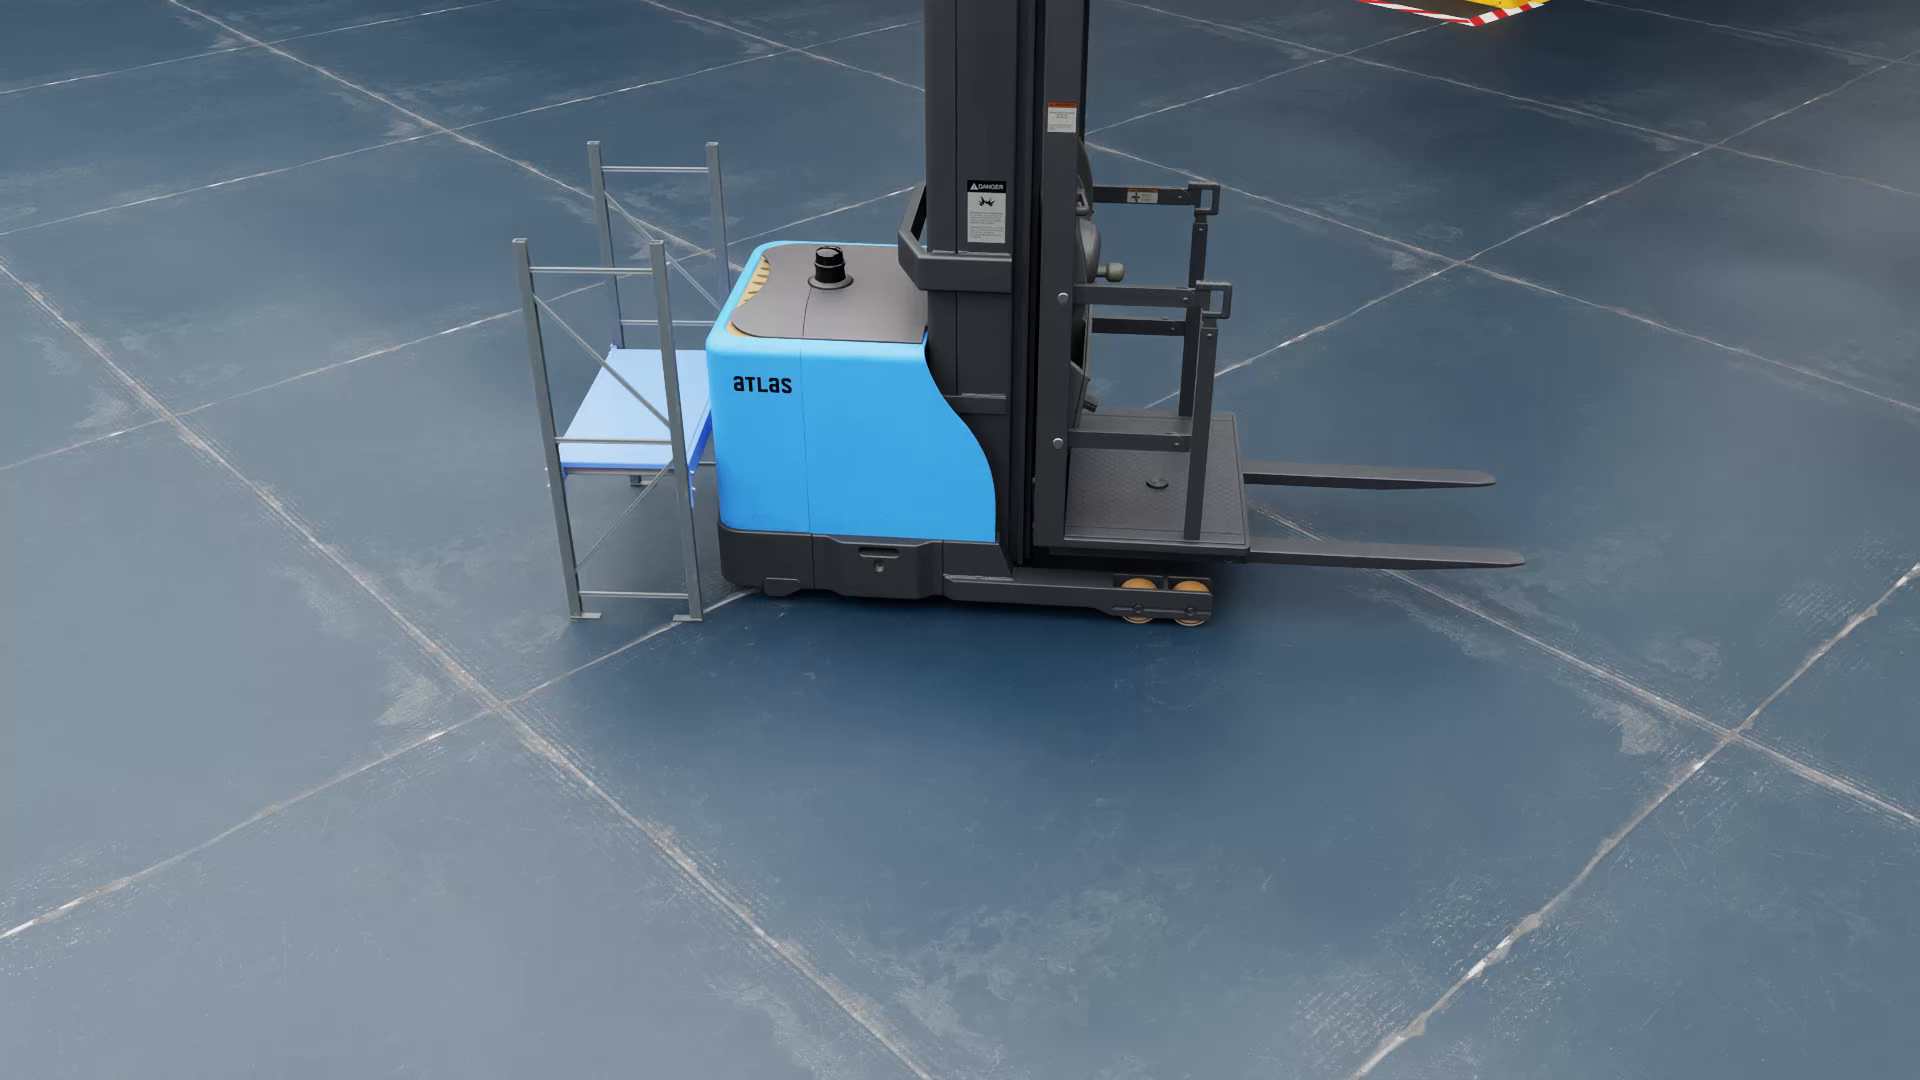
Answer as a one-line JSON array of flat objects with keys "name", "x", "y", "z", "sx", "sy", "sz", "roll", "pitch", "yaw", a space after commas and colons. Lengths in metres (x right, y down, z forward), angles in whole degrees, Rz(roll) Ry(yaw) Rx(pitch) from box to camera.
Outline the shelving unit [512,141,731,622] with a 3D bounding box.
[{"name": "shelving unit", "x": -1.195, "y": -0.611, "z": 6.308, "sx": 0.538, "sy": 1.500, "sz": 1.048, "roll": 1, "pitch": 31, "yaw": 3}]

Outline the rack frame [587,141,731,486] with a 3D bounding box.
[{"name": "rack frame", "x": -1.169, "y": -0.875, "z": 6.741, "sx": 0.500, "sy": 1.500, "sz": 0.032, "roll": 1, "pitch": 31, "yaw": 3}]

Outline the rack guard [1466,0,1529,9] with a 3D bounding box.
[{"name": "rack guard", "x": 4.388, "y": -4.995, "z": 14.440, "sx": 0.348, "sy": 0.500, "sz": 1.175, "roll": -26, "pitch": 40, "yaw": -35}]

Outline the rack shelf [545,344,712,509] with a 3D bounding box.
[{"name": "rack shelf", "x": -1.194, "y": -0.457, "z": 6.401, "sx": 0.538, "sy": 0.185, "sz": 1.000, "roll": 1, "pitch": 31, "yaw": 3}]

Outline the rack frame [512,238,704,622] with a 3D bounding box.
[{"name": "rack frame", "x": -1.222, "y": -0.346, "z": 5.874, "sx": 0.500, "sy": 1.500, "sz": 0.032, "roll": 1, "pitch": 31, "yaw": 3}]

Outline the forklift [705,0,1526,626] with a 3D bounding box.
[{"name": "forklift", "x": 0.628, "y": -1.220, "z": 5.936, "sx": 3.031, "sy": 2.935, "sz": 1.130, "roll": 3, "pitch": 32, "yaw": 5}]
